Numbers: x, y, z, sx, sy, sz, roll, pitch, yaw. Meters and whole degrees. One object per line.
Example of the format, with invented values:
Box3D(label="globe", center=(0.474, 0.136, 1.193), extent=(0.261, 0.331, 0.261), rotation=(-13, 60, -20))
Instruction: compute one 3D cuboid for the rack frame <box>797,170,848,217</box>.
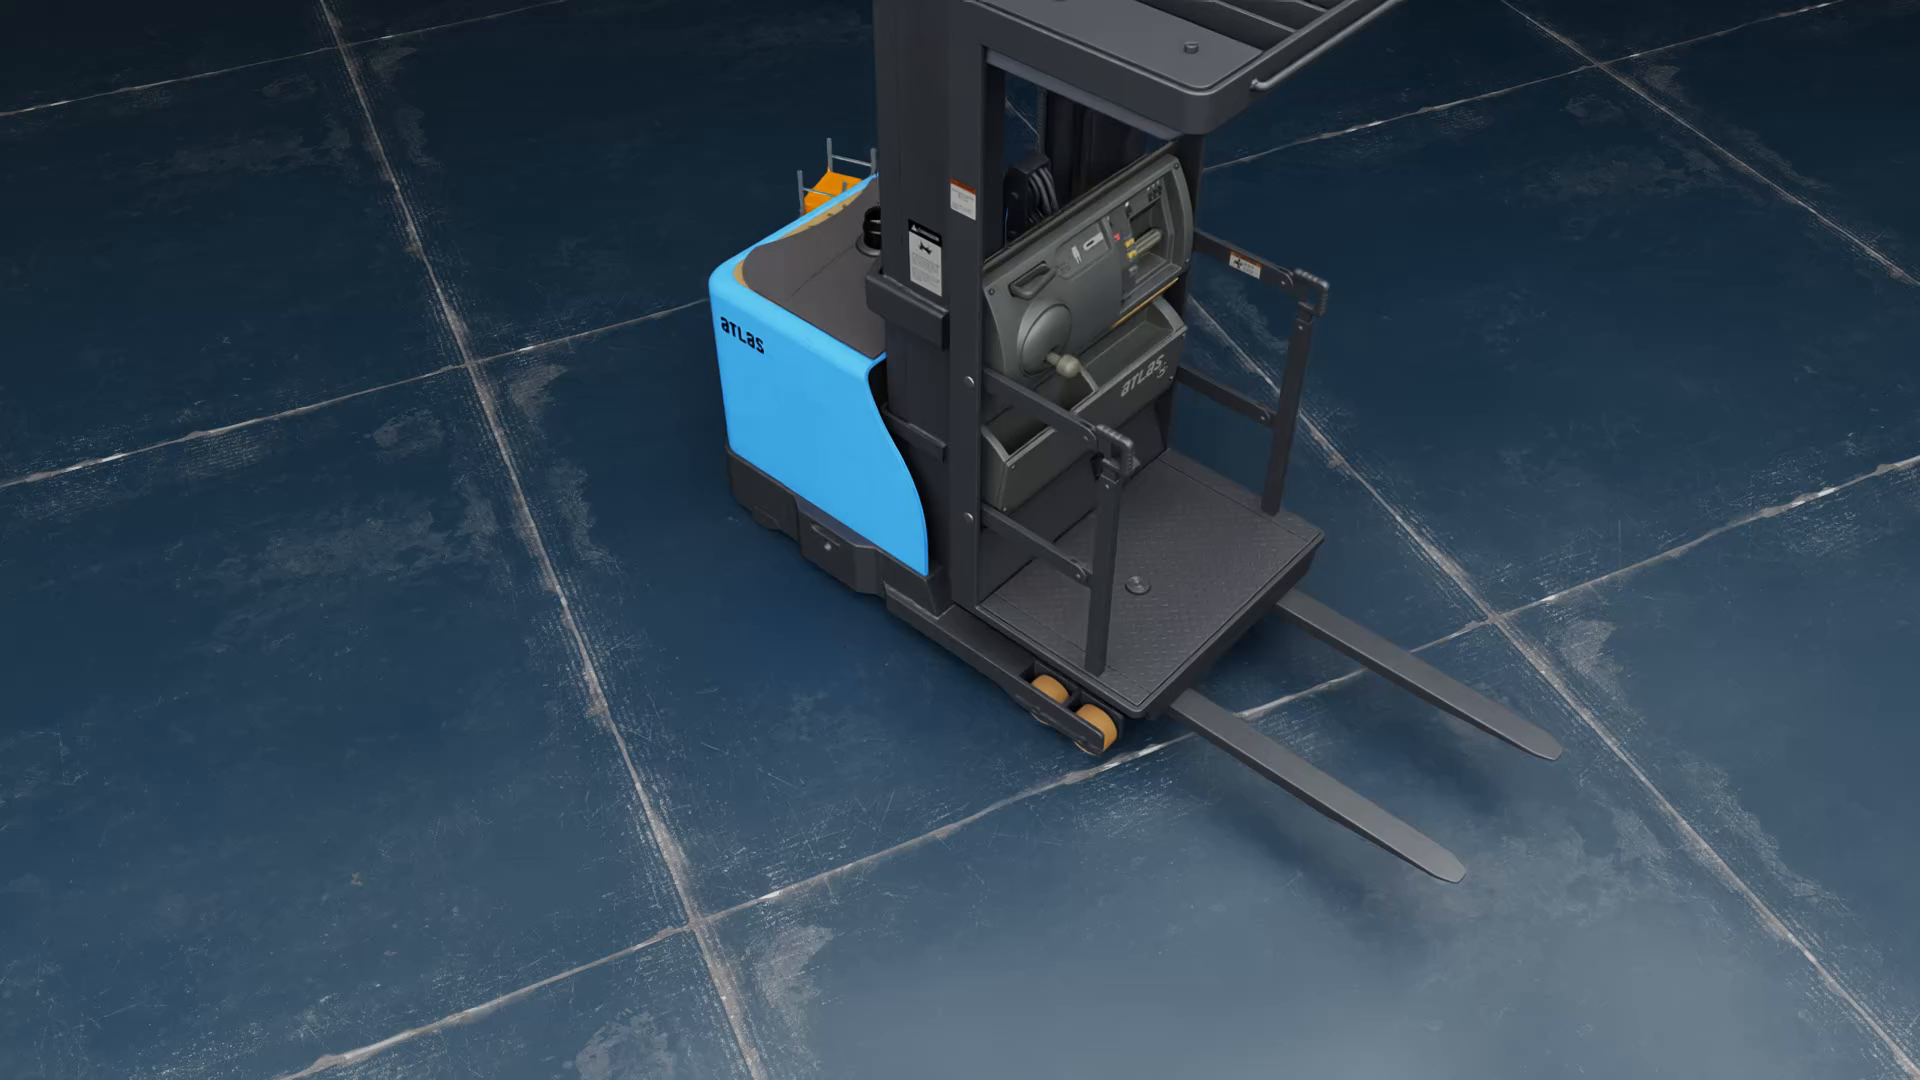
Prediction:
Box3D(label="rack frame", center=(-0.507, -0.963, 6.478), extent=(0.200, 1.050, 0.008), rotation=(17, 47, 16))

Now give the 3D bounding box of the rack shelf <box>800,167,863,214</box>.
Box3D(label="rack shelf", center=(-0.459, -1.236, 6.366), extent=(0.215, 0.259, 0.240), rotation=(17, 47, 16))

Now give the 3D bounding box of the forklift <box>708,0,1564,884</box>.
Box3D(label="forklift", center=(0.560, -0.753, 4.926), extent=(3.031, 2.935, 1.130), rotation=(32, 53, 28))

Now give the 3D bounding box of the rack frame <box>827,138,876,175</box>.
Box3D(label="rack frame", center=(-0.412, -1.121, 6.638), extent=(0.200, 1.050, 0.008), rotation=(17, 47, 16))

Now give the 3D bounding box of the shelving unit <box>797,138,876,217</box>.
Box3D(label="shelving unit", center=(-0.459, -1.042, 6.558), extent=(0.215, 1.050, 0.252), rotation=(17, 47, 16))
